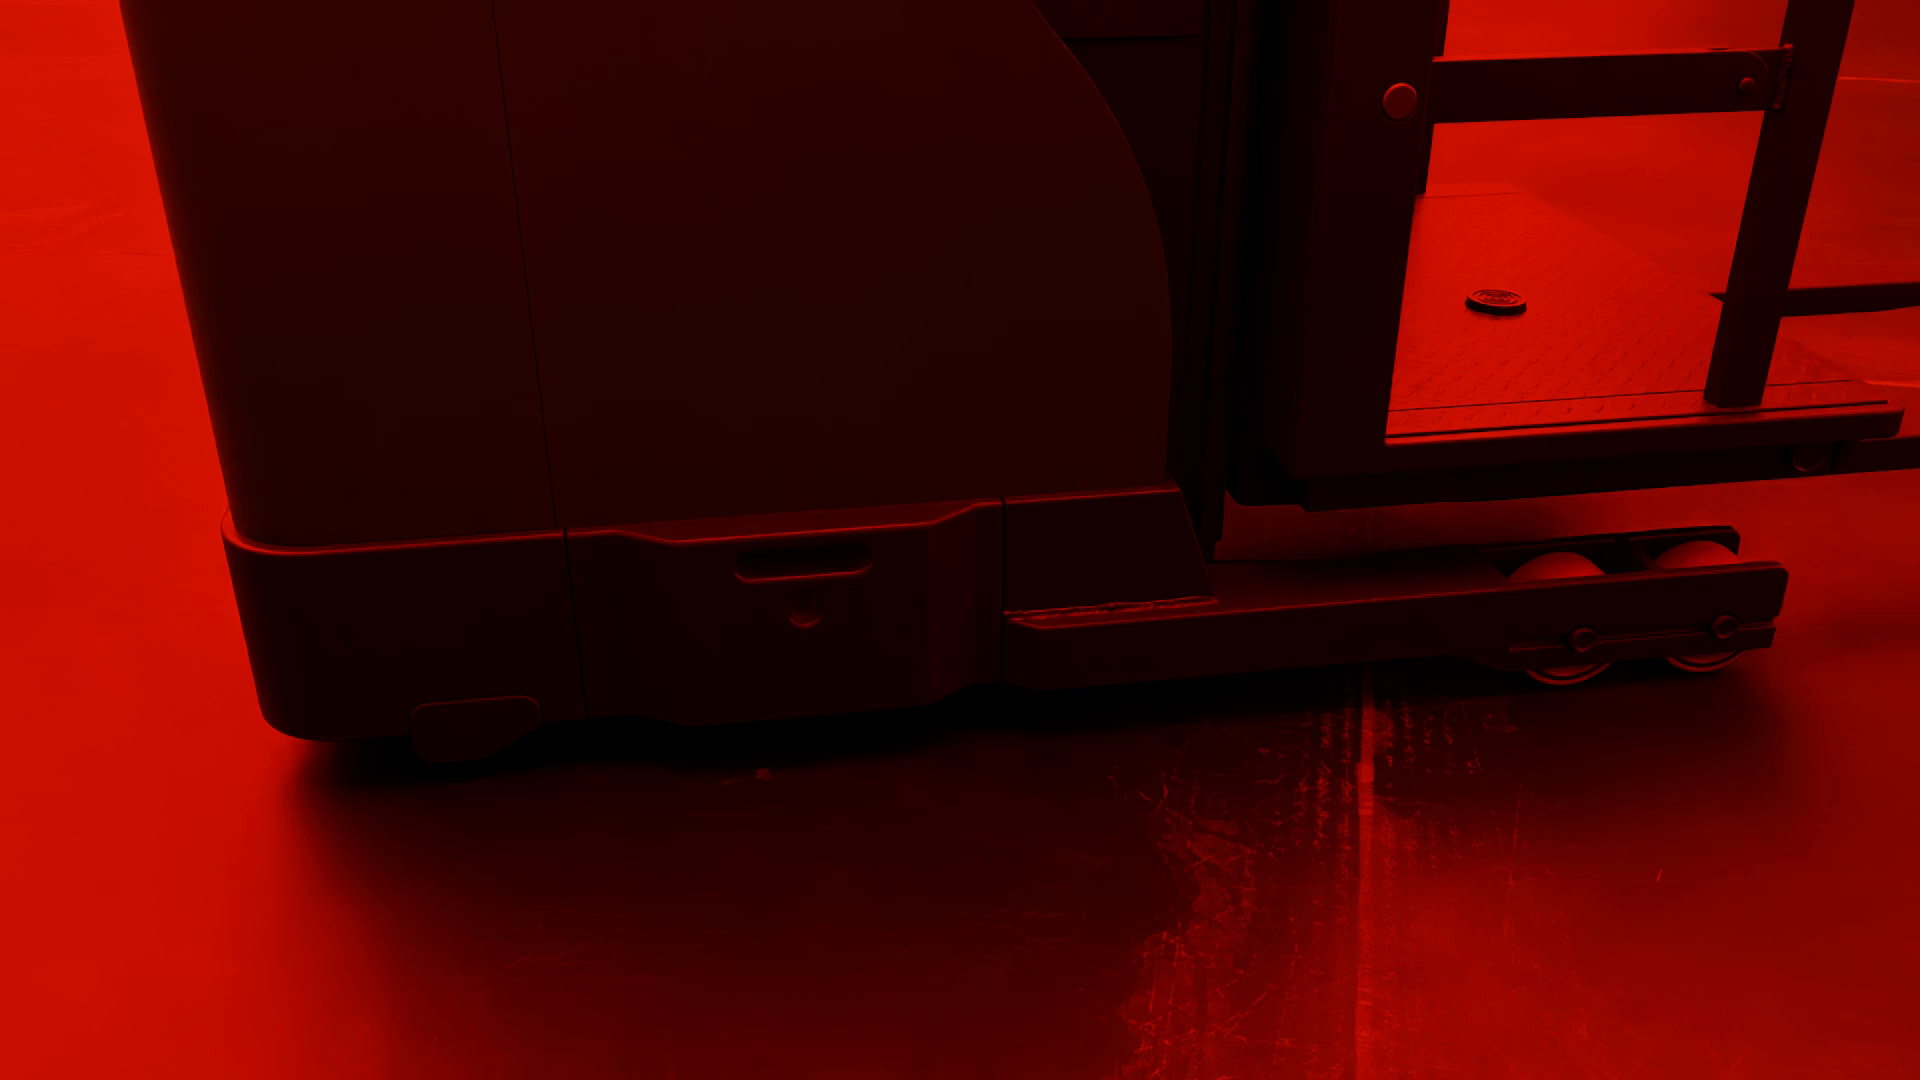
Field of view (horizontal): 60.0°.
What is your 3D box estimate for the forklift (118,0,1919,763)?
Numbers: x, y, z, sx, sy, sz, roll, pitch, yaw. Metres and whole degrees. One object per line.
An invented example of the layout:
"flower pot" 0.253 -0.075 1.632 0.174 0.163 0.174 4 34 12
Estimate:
"forklift" 0.600 -1.354 1.930 3.031 2.935 1.130 -4 27 -9
